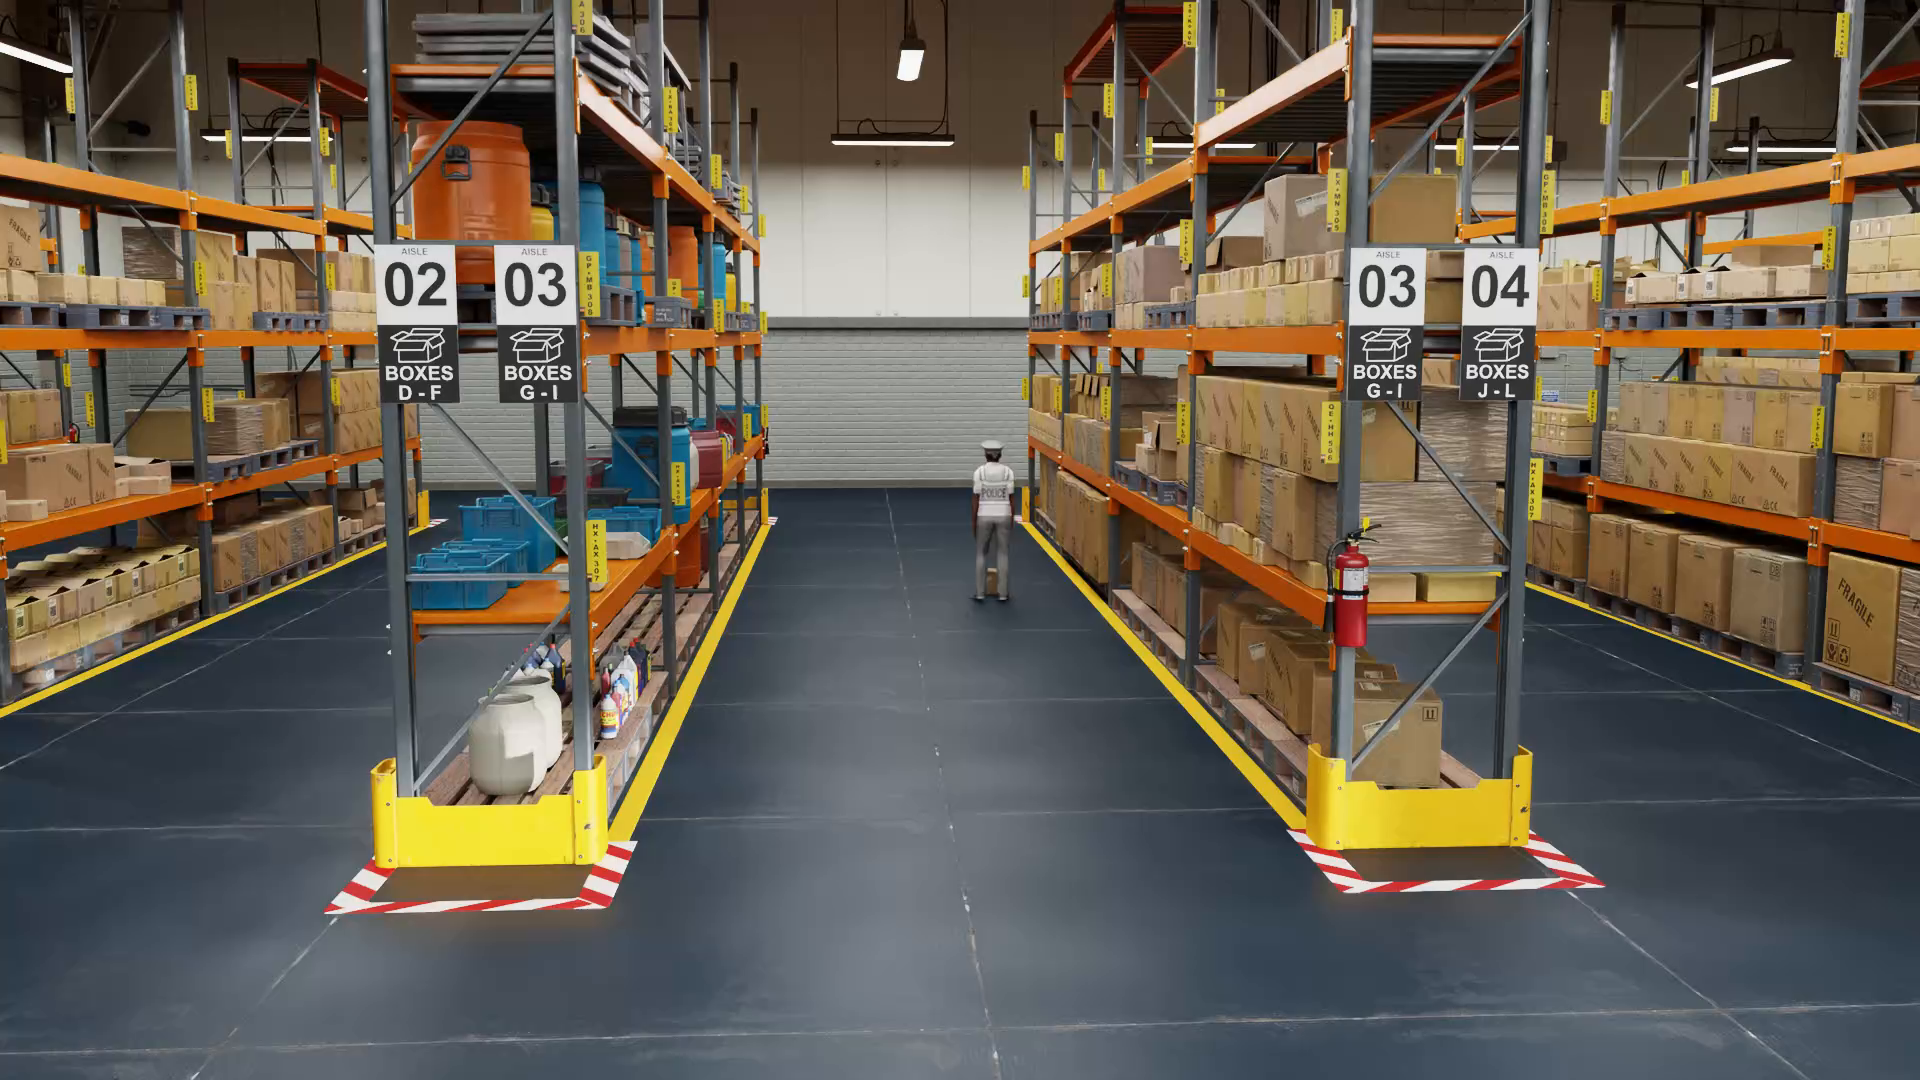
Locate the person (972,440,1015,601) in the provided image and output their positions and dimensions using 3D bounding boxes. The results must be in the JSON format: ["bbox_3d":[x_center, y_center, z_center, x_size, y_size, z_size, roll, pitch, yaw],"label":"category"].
[{"bbox_3d":[0.348,-0.206,17.380,0.442,1.681,0.390,0,7,-3],"label":"person"}]
